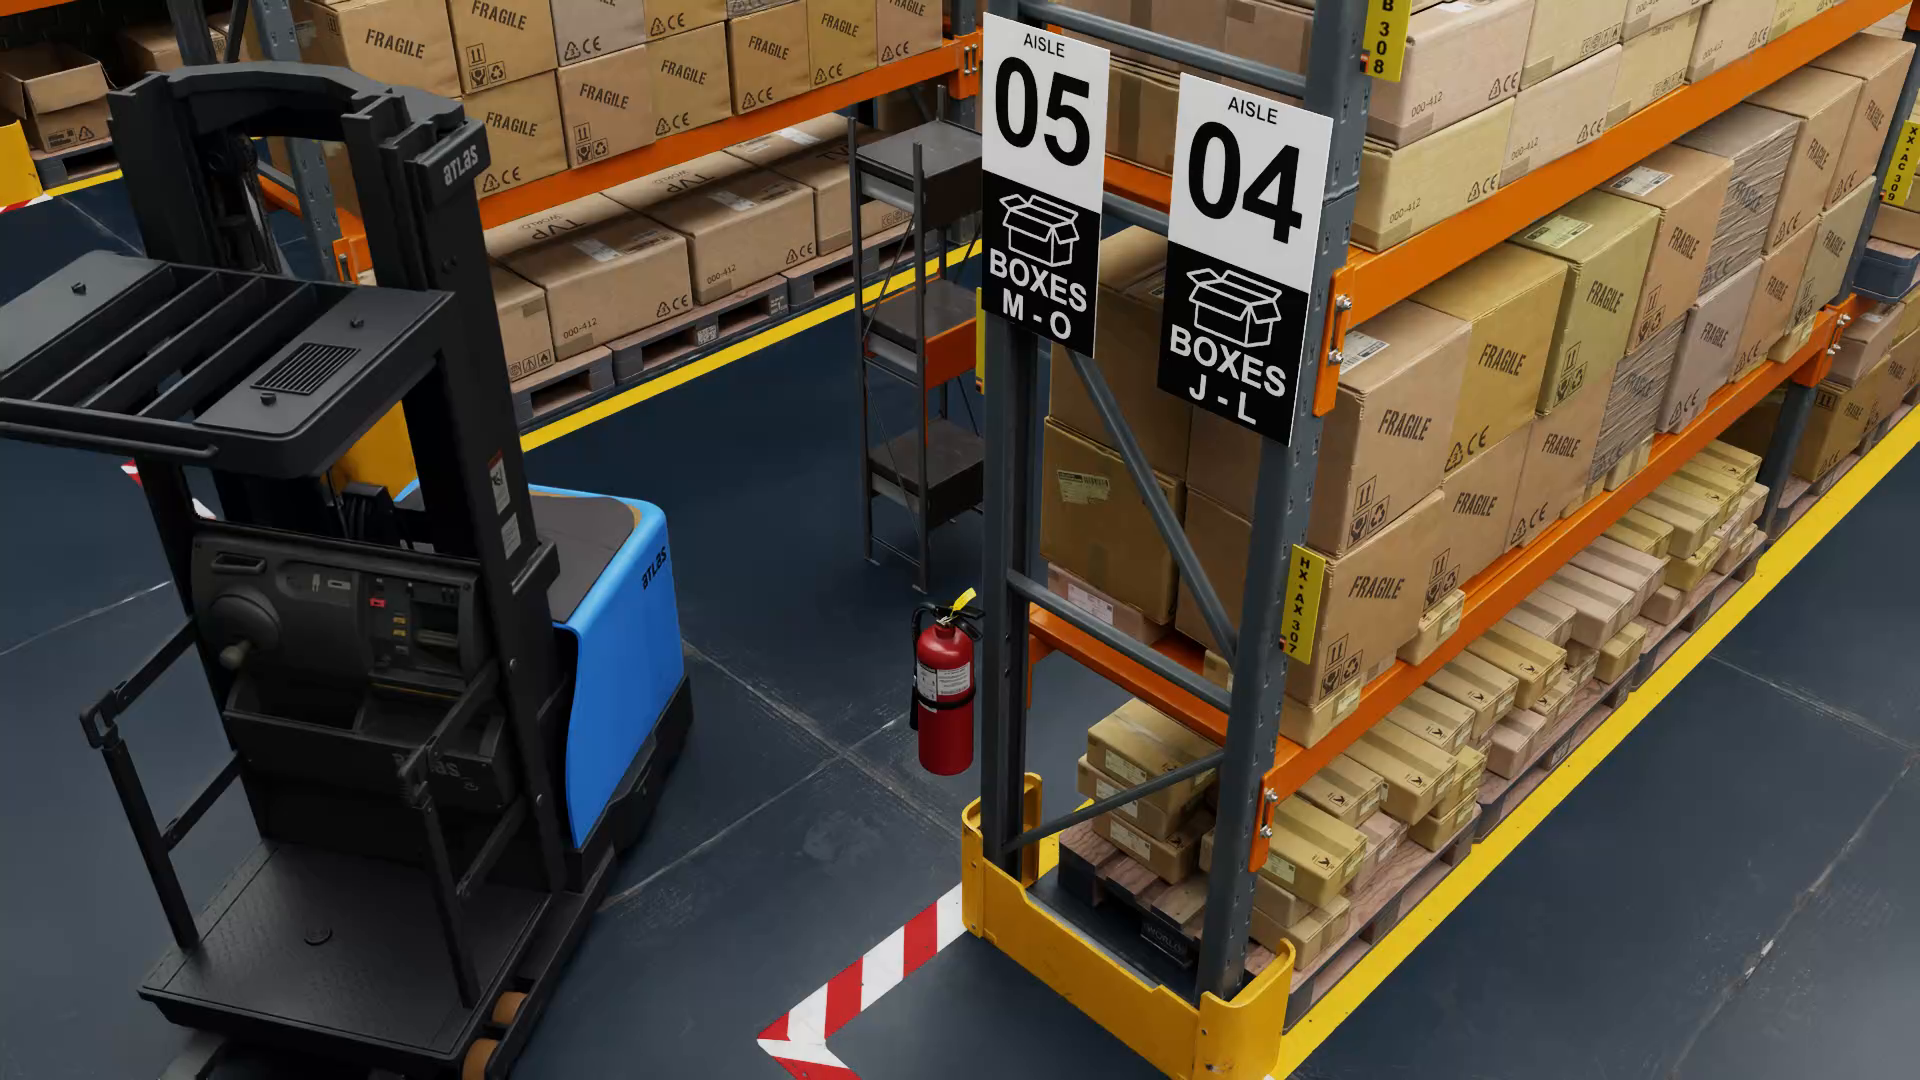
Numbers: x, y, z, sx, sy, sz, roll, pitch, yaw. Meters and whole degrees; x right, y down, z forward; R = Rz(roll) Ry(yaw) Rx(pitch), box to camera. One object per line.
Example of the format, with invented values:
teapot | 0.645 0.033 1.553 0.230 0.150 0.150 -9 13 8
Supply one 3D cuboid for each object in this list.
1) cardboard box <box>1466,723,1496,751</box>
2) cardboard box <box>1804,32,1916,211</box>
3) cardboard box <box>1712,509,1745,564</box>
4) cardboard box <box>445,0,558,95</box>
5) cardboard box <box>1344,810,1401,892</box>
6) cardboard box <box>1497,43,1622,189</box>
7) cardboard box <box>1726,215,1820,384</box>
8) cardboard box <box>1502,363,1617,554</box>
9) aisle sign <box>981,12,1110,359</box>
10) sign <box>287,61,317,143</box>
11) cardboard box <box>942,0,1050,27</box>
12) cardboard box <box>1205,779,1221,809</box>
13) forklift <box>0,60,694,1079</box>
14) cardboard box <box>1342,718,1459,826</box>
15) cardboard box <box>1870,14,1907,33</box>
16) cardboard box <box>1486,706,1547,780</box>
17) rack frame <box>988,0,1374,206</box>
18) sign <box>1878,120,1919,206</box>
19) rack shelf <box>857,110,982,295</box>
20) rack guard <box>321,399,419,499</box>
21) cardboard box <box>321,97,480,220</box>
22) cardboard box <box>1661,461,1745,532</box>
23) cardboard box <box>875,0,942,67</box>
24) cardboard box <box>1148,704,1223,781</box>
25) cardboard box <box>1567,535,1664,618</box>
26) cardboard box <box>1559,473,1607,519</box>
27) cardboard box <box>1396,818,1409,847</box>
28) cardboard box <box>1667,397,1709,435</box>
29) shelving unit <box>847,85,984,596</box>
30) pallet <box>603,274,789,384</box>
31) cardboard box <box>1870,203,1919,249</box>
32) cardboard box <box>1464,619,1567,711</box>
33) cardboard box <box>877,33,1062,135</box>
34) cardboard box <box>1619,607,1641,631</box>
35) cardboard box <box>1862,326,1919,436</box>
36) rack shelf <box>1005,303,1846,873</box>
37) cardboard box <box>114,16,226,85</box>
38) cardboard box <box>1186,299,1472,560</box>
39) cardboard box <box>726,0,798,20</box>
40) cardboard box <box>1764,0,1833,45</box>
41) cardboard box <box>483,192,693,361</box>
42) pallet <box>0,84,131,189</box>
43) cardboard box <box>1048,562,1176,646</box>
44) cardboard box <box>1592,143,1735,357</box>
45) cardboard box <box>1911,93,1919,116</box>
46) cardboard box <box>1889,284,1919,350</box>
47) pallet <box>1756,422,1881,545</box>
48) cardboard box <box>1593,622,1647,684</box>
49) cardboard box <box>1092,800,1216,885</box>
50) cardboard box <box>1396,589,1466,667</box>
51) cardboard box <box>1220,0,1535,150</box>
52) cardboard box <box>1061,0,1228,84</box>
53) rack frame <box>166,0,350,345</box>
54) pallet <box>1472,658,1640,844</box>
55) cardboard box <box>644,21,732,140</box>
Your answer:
cardboard box | 1.733 0.634 6.084 0.380 0.149 0.250 27 43 33
cardboard box | 3.141 -1.599 6.199 0.500 0.500 0.500 28 44 34
cardboard box | 3.102 -0.080 7.107 0.380 0.149 0.250 27 43 33
cardboard box | -2.223 -2.400 7.607 0.500 0.500 0.500 28 44 34
cardboard box | 1.246 0.975 5.594 0.380 0.149 0.250 29 44 35
cardboard box | 1.333 -1.162 4.303 0.500 0.250 0.500 -28 44 -34
cardboard box | 2.773 -0.968 6.169 0.500 0.500 0.500 28 44 34
cardboard box | 1.687 -0.357 5.293 0.500 0.500 0.500 -29 44 -35
aisle sign | 0.197 -0.860 4.088 0.394 0.787 0.004 30 45 35
sign | -2.733 -1.817 6.908 0.100 0.325 0.005 30 45 35
cardboard box | 0.193 -3.290 9.977 0.500 0.250 0.500 28 44 34
cardboard box | 0.853 0.759 5.904 0.380 0.149 0.250 28 44 34
forklift | -1.910 0.292 4.769 1.130 2.935 3.031 8 36 11
cardboard box | 1.449 0.764 5.637 0.380 0.149 0.250 29 44 35
cardboard box | 4.343 -2.409 7.915 0.380 0.149 0.250 27 43 33
cardboard box | 1.962 0.701 6.248 0.380 0.149 0.250 27 43 33
rack frame | 0.462 -2.163 2.984 1.000 3.000 0.127 30 45 35
sign | 3.670 -1.465 6.472 0.100 0.325 0.005 30 45 35
rack shelf | -0.117 -1.357 6.660 0.431 0.518 0.480 30 45 35
rack guard | -3.139 -0.621 8.203 1.175 0.500 0.348 30 45 35
cardboard box | -2.580 -1.776 7.587 0.500 0.500 0.500 29 44 35
cardboard box | 3.062 -0.204 7.025 0.250 0.149 0.380 -29 44 -35
cardboard box | -0.450 -3.029 9.384 0.500 0.500 0.500 -29 44 -35
cardboard box | 0.873 0.655 5.793 0.250 0.149 0.380 -29 44 -35
cardboard box | 2.528 0.121 6.559 0.380 0.149 0.250 27 43 33
cardboard box | 1.985 -0.252 5.709 0.250 0.149 0.380 -28 44 -34
cardboard box | 1.354 0.969 5.864 0.250 0.149 0.380 -29 44 -35
cardboard box | 2.541 -0.562 6.154 0.380 0.149 0.250 27 43 34
shelving unit | -0.117 -0.794 7.053 0.431 2.100 0.503 30 45 35
pallet | -1.755 -1.361 9.517 1.003 0.211 1.213 30 45 35
cardboard box | 3.884 -1.369 6.944 0.380 0.149 0.250 27 43 33
cardboard box | 1.985 0.433 6.112 0.250 0.149 0.380 -29 44 -35
cardboard box | 0.076 -2.864 10.725 0.875 0.875 0.875 -28 44 -34
cardboard box | 2.513 0.210 6.692 0.250 0.149 0.380 -29 44 -35
cardboard box | 4.360 -0.881 8.209 0.500 0.500 0.500 -28 43 -34
rack shelf | 1.871 -0.219 6.070 1.077 0.370 4.000 30 45 35
cardboard box | -5.519 -3.343 11.740 0.500 0.500 0.700 -28 44 -34
cardboard box | 0.966 -0.350 4.409 0.500 0.500 0.500 29 44 35
cardboard box | -1.156 -3.015 8.489 0.500 0.500 0.500 -29 44 -35
cardboard box | 2.408 -1.782 5.192 0.500 0.250 0.500 29 44 35
cardboard box | -2.089 -1.460 9.095 0.875 0.438 0.875 -29 44 -34
pallet | -6.033 -2.866 11.675 1.003 0.211 1.213 30 45 35
cardboard box | 0.491 0.155 5.125 0.380 0.149 0.250 30 45 35
cardboard box | 2.056 -0.968 5.295 0.500 0.500 0.500 28 44 34
cardboard box | 4.076 -1.729 6.940 0.250 0.149 0.380 -29 44 -34
cardboard box | 4.361 -1.191 7.998 0.500 0.250 0.500 -29 44 -34
pallet | 3.827 -0.499 8.280 1.003 0.211 1.213 30 45 35
cardboard box | 2.516 0.388 6.696 0.380 0.149 0.250 29 44 35
cardboard box | 0.684 0.997 5.823 0.250 0.149 0.380 -29 44 -35
cardboard box | 1.300 0.194 5.069 0.380 0.149 0.250 28 44 34
cardboard box | 0.962 -1.153 3.853 0.500 0.250 0.500 -29 44 -35
cardboard box | 0.606 -1.365 4.157 0.500 0.250 0.500 28 44 34
rack frame | -3.122 -1.656 7.502 1.000 3.000 0.127 30 45 35
pallet | 1.972 0.603 6.701 1.003 0.211 1.213 30 45 35
cardboard box | -1.532 -2.402 8.485 0.500 0.500 0.500 -28 44 -34
